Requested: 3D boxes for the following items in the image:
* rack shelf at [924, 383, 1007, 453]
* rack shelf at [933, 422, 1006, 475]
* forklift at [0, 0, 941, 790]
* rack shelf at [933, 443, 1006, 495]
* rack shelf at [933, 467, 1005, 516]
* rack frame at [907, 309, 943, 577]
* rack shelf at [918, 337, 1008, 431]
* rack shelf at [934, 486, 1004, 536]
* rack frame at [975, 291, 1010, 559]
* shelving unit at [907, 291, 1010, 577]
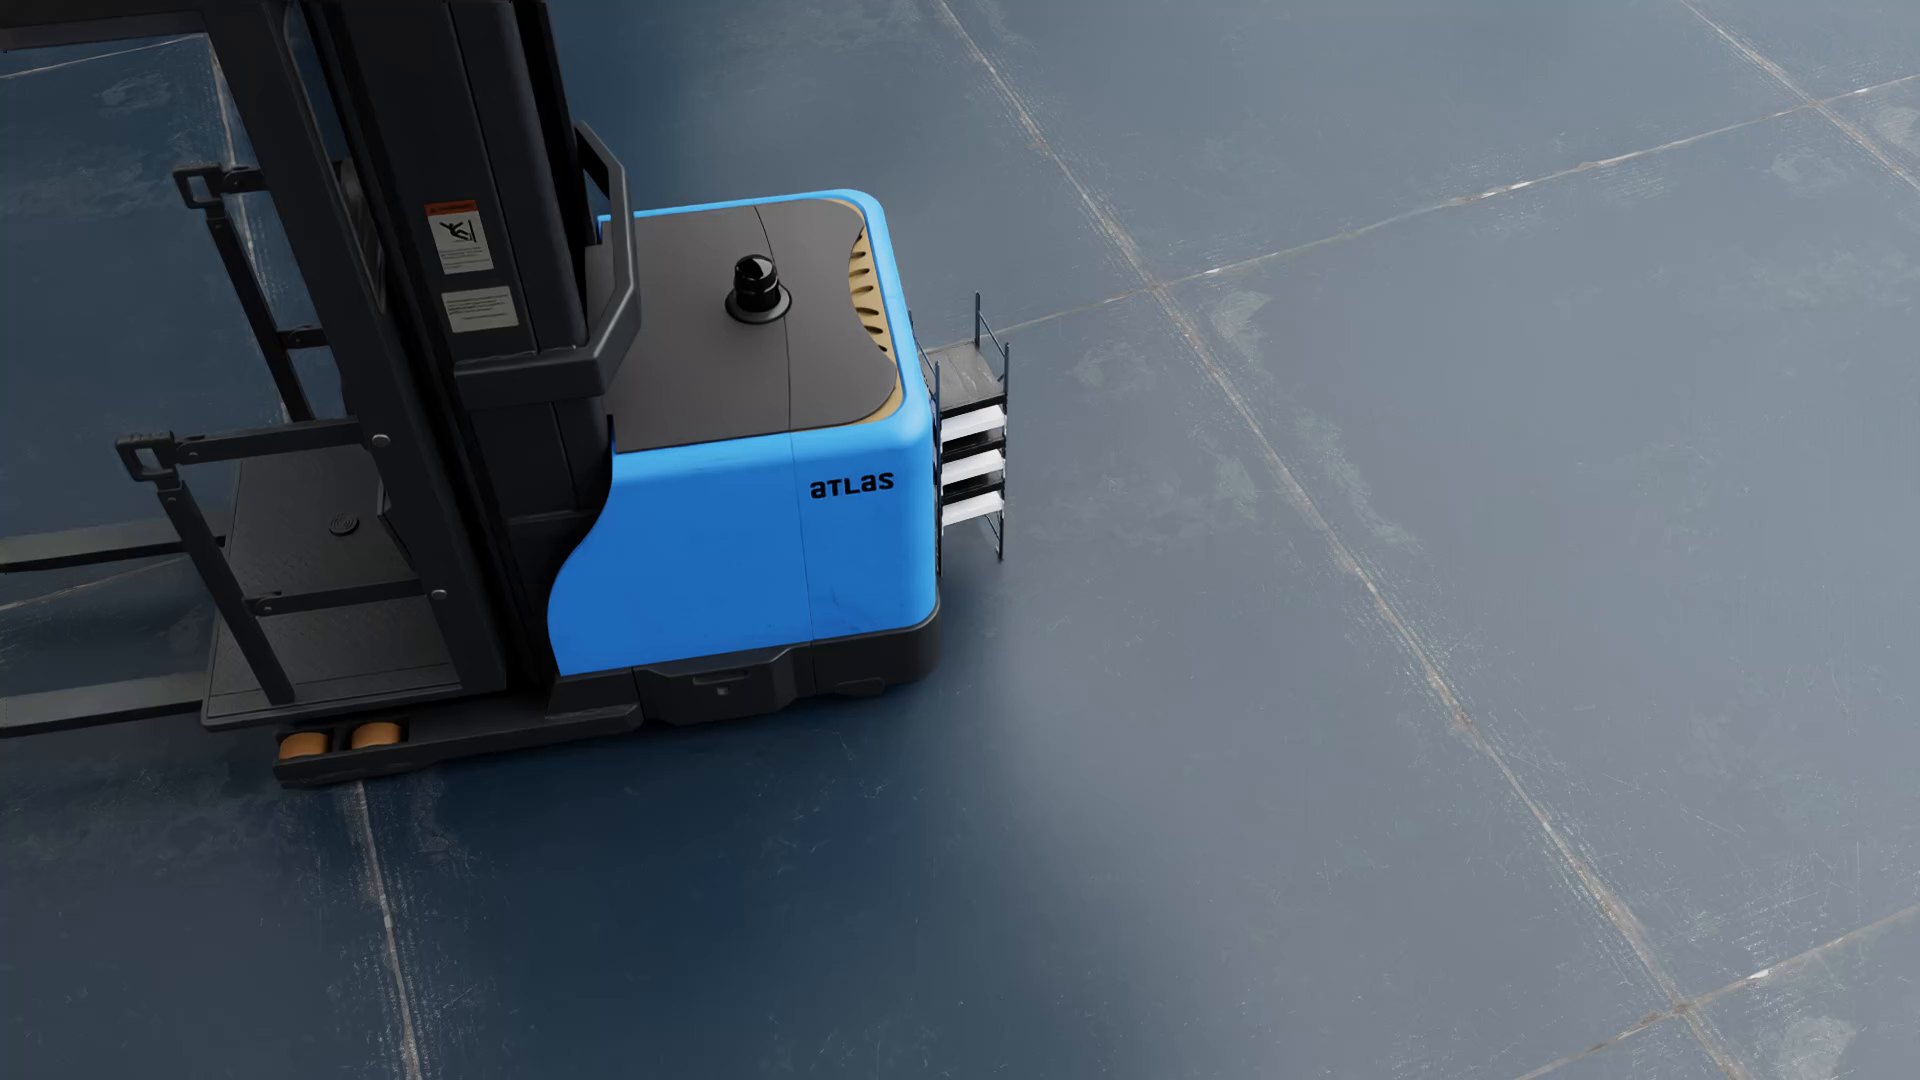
[{"bbox_3d":[-0.005,-0.386,4.795,0.200,0.077,0.258,-16,51,-14],"label":"rack shelf"},{"bbox_3d":[-0.005,-0.328,4.864,0.200,0.077,0.258,-16,51,-14],"label":"rack shelf"},{"bbox_3d":[-1.622,-0.702,3.921,3.031,2.935,1.130,-8,50,-7],"label":"forklift"},{"bbox_3d":[-0.005,-0.269,4.932,0.200,0.077,0.258,-16,51,-14],"label":"rack shelf"},{"bbox_3d":[-0.005,-0.211,5.000,0.200,0.077,0.258,-16,51,-14],"label":"rack shelf"},{"bbox_3d":[-0.100,-0.263,4.883,0.006,0.900,0.240,-16,51,-14],"label":"rack frame"},{"bbox_3d":[-0.005,-0.445,4.727,0.200,0.077,0.258,-16,51,-14],"label":"rack shelf"},{"bbox_3d":[-0.005,-0.152,5.068,0.200,0.077,0.258,-16,51,-14],"label":"rack shelf"},{"bbox_3d":[0.090,-0.319,4.930,0.006,0.900,0.240,-16,51,-14],"label":"rack frame"},{"bbox_3d":[-0.005,-0.291,4.907,0.210,0.900,0.258,-16,51,-14],"label":"shelving unit"}]
